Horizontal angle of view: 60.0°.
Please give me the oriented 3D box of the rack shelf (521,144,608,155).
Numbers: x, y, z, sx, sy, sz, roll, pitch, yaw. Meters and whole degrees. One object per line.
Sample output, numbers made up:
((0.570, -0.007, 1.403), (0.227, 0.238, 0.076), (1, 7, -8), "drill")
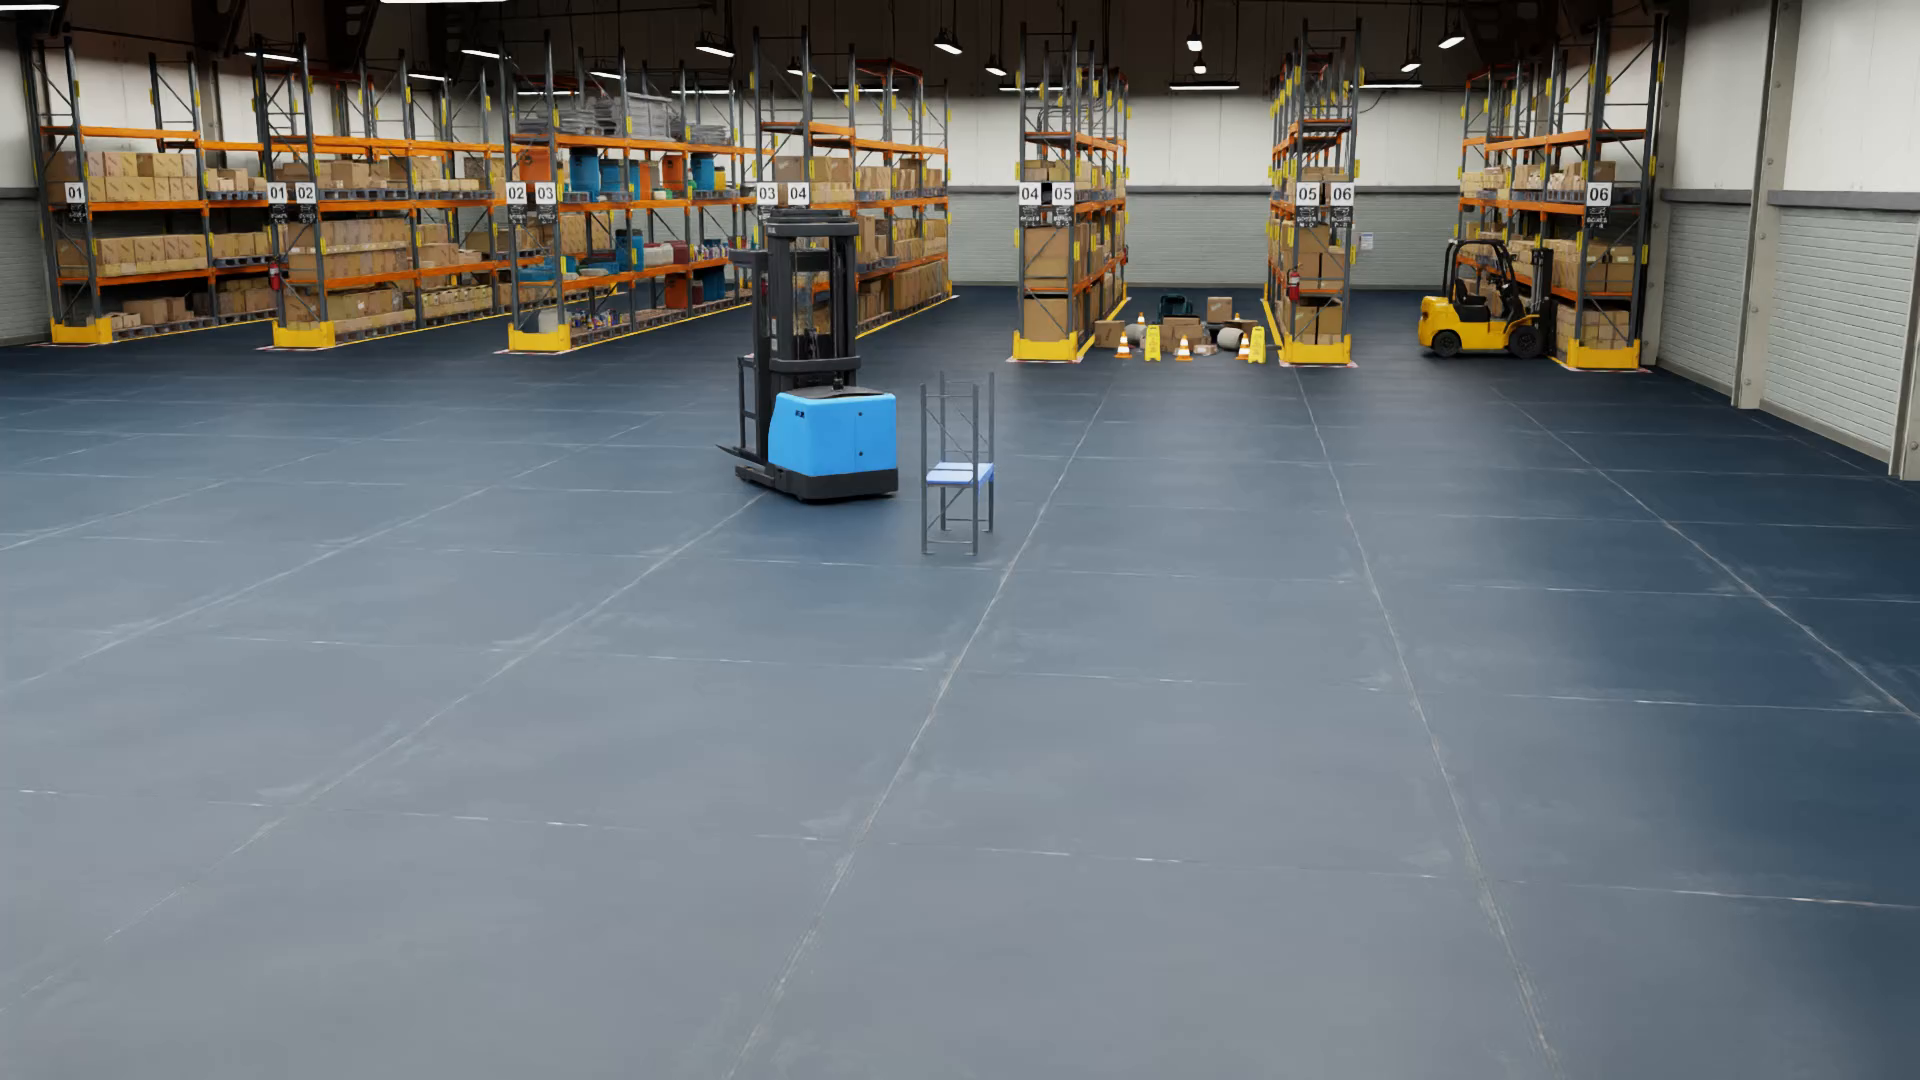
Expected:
((-10.934, -10.839, 45.901), (1.077, 0.370, 4.000), (2, 12, 9), "rack shelf")

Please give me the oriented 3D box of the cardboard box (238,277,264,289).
((-17.035, -6.155, 39.799), (0.500, 0.250, 0.500), (2, 12, 8), "cardboard box")

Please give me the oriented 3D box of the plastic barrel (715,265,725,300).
((-6.448, -6.749, 43.431), (0.600, 0.901, 0.708), (2, 12, 9), "plastic barrel")

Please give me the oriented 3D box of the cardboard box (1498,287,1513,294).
((12.465, -5.677, 37.870), (0.380, 0.149, 0.250), (1, 12, 6), "cardboard box")

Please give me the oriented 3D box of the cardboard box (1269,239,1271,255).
((8.450, -7.780, 43.994), (0.500, 0.500, 0.500), (2, 12, 8), "cardboard box")

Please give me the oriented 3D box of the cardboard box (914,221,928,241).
((-1.128, -8.052, 43.362), (0.500, 0.500, 0.500), (2, 12, 9), "cardboard box")

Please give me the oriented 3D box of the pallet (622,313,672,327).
((-7.311, -5.073, 38.290), (1.003, 0.211, 1.213), (2, 12, 9), "pallet")

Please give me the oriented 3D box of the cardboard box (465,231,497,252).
((-11.871, -7.400, 41.232), (0.700, 0.500, 0.500), (-2, 12, -10), "cardboard box")

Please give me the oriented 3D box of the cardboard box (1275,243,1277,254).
((7.680, -6.862, 39.141), (0.500, 0.250, 0.500), (2, 12, 7), "cardboard box")

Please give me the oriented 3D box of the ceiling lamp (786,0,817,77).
((-3.711, -13.204, 41.303), (0.800, 3.185, 2.000), (2, 12, 9), "ceiling lamp")

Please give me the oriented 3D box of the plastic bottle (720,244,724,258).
((-6.166, -7.456, 42.845), (0.144, 0.351, 0.185), (2, 12, 9), "plastic bottle")

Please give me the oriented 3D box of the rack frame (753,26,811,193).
((-3.299, -7.956, 30.809), (1.000, 3.000, 0.127), (2, 12, 9), "rack frame")

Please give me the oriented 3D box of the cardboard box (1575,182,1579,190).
((11.225, -6.323, 29.710), (0.380, 0.149, 0.250), (2, 12, 7), "cardboard box")

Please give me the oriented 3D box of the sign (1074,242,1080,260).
((2.134, -5.285, 30.409), (0.100, 0.325, 0.005), (2, 12, 9), "sign")

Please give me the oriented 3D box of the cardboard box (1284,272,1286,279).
((6.743, -5.357, 33.585), (0.380, 0.149, 0.250), (2, 12, 8), "cardboard box")

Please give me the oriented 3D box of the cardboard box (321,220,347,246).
((-12.919, -6.246, 33.796), (0.700, 0.500, 0.500), (2, 12, 7), "cardboard box")

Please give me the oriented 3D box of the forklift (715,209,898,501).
((-1.815, -2.095, 18.015), (1.130, 2.935, 3.031), (-7, 14, -29), "forklift")

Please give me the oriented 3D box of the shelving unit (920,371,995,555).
((-0.013, -0.715, 15.010), (0.538, 1.500, 1.048), (2, 12, 9), "shelving unit")

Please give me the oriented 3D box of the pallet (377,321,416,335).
((-12.636, -4.651, 36.330), (1.003, 0.211, 1.213), (2, 12, 9), "pallet")

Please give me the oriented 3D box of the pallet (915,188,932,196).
((-1.318, -9.115, 43.514), (1.003, 0.211, 1.213), (2, 12, 9), "pallet")

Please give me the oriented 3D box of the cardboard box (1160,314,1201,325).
((4.397, -4.191, 33.182), (0.797, 0.637, 0.503), (2, 12, 9), "cardboard box")

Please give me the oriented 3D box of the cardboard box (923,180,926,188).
((-1.306, -9.568, 43.935), (0.700, 0.500, 0.500), (3, 12, 12), "cardboard box")

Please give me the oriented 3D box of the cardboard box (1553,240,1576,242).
((11.690, -5.719, 32.185), (0.380, 0.149, 0.250), (2, 12, 8), "cardboard box")

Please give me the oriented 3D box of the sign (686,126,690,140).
((-6.418, -9.608, 39.239), (0.100, 0.325, 0.005), (2, 12, 9), "sign")

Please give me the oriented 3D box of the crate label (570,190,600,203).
((-7.579, -6.957, 33.644), (0.502, 0.251, 0.408), (2, 12, 9), "crate label")

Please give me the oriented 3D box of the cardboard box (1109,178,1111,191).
((3.309, -8.341, 39.478), (0.500, 0.500, 0.500), (2, 12, 9), "cardboard box")

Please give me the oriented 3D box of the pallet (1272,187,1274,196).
((8.850, -9.302, 44.381), (1.003, 0.211, 1.213), (2, 12, 9), "pallet")

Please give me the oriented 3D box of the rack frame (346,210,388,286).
((-16.137, -8.003, 45.266), (1.000, 3.000, 0.127), (2, 12, 9), "rack frame")

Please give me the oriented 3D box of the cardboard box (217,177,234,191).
((-17.110, -8.205, 38.299), (0.500, 0.311, 0.500), (2, 12, 10), "cardboard box")

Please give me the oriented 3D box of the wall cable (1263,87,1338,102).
((10.293, -12.134, 50.195), (2.355, 3.000, 0.029), (2, 12, 9), "wall cable")

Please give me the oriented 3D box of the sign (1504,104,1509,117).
((14.404, -11.318, 43.813), (0.100, 0.325, 0.005), (2, 12, 9), "sign")

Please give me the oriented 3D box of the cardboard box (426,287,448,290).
((-12.381, -5.831, 39.385), (0.500, 0.311, 0.500), (2, 12, 7), "cardboard box")

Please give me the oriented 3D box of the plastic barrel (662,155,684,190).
((-6.873, -8.849, 40.056), (0.600, 0.830, 0.708), (2, 12, 9), "plastic barrel")

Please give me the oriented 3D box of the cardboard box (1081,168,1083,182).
((2.068, -6.938, 31.617), (0.500, 0.250, 0.500), (2, 12, 8), "cardboard box")

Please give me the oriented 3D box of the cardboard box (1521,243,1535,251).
((11.978, -6.144, 34.863), (0.380, 0.149, 0.250), (2, 12, 7), "cardboard box")

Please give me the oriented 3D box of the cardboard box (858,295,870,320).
((-2.391, -5.192, 37.110), (0.700, 0.500, 0.500), (1, 12, 4), "cardboard box")

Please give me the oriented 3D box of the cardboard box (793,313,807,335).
((-3.187, -4.137, 32.261), (0.500, 0.500, 0.500), (4, 13, 19), "cardboard box")

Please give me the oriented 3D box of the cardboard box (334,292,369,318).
((-12.646, -4.886, 34.553), (0.500, 0.500, 0.500), (2, 12, 9), "cardboard box")

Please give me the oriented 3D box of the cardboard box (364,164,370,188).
((-12.850, -7.630, 34.840), (0.797, 0.503, 0.637), (3, 13, 15), "cardboard box")

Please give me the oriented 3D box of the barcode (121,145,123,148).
((-18.006, -8.458, 35.745), (0.001, 0.075, 0.075), (2, 12, 9), "barcode")

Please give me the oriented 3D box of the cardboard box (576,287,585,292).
((-10.958, -7.230, 46.557), (0.797, 0.503, 0.637), (2, 12, 9), "cardboard box")

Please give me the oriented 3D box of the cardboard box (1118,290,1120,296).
((4.104, -6.652, 44.767), (0.380, 0.149, 0.250), (1, 12, 6), "cardboard box")

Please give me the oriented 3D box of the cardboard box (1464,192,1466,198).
((13.369, -9.001, 43.373), (0.380, 0.149, 0.250), (2, 12, 10), "cardboard box")

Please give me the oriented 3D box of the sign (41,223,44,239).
((-18.528, -6.248, 33.623), (0.100, 0.325, 0.005), (2, 12, 9), "sign")

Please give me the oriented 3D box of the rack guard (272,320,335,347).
((-13.091, -4.119, 33.174), (1.175, 0.500, 0.348), (2, 12, 9), "rack guard")

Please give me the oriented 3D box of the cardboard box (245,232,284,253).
((-16.874, -7.219, 40.346), (0.700, 0.500, 0.500), (1, 12, 3), "cardboard box")

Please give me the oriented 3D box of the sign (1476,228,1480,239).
((12.706, -7.480, 40.783), (0.100, 0.325, 0.005), (2, 12, 9), "sign")

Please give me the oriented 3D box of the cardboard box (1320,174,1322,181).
((7.130, -6.978, 32.094), (0.380, 0.149, 0.250), (2, 12, 8), "cardboard box")

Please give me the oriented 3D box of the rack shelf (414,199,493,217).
((-12.164, -7.709, 38.490), (1.077, 0.370, 4.000), (2, 12, 9), "rack shelf")

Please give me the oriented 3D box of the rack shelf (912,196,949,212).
((-1.146, -9.053, 44.724), (1.077, 0.370, 4.000), (2, 12, 9), "rack shelf")

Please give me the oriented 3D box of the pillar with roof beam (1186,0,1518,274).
((10.910, -11.478, 47.148), (9.100, 9.000, 0.548), (2, 12, 9), "pillar with roof beam")
